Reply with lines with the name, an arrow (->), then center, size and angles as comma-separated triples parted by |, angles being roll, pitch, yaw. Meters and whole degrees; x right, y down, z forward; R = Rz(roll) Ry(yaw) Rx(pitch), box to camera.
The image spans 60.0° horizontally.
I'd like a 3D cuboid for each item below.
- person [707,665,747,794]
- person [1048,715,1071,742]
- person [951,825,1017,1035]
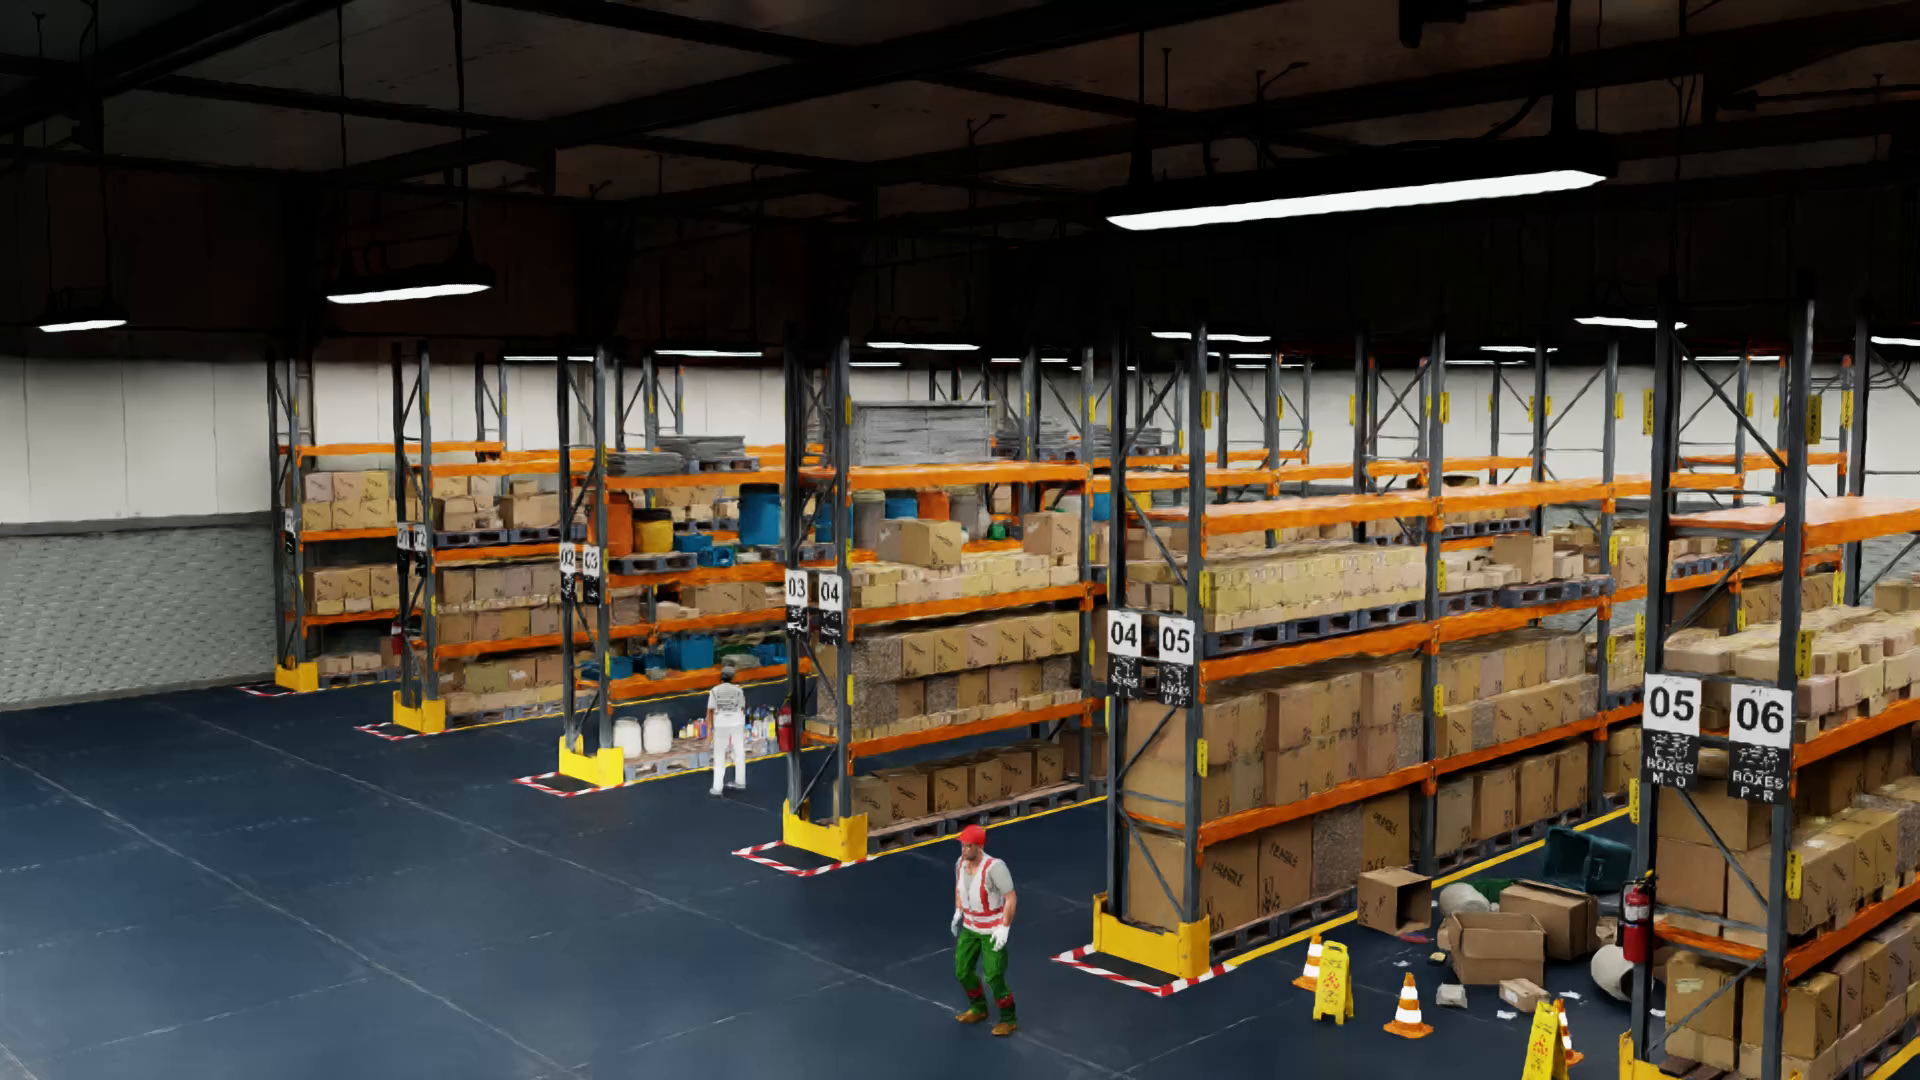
person -> -3.034, 2.456, 21.637 | 0.523, 1.666, 0.480 | -1, 5, -14
person -> 1.404, 2.269, 23.664 | 0.563, 1.666, 0.564 | -1, 5, -15
person -> 0.178, 3.141, 13.467 | 0.552, 1.742, 0.677 | -5, 7, -44
